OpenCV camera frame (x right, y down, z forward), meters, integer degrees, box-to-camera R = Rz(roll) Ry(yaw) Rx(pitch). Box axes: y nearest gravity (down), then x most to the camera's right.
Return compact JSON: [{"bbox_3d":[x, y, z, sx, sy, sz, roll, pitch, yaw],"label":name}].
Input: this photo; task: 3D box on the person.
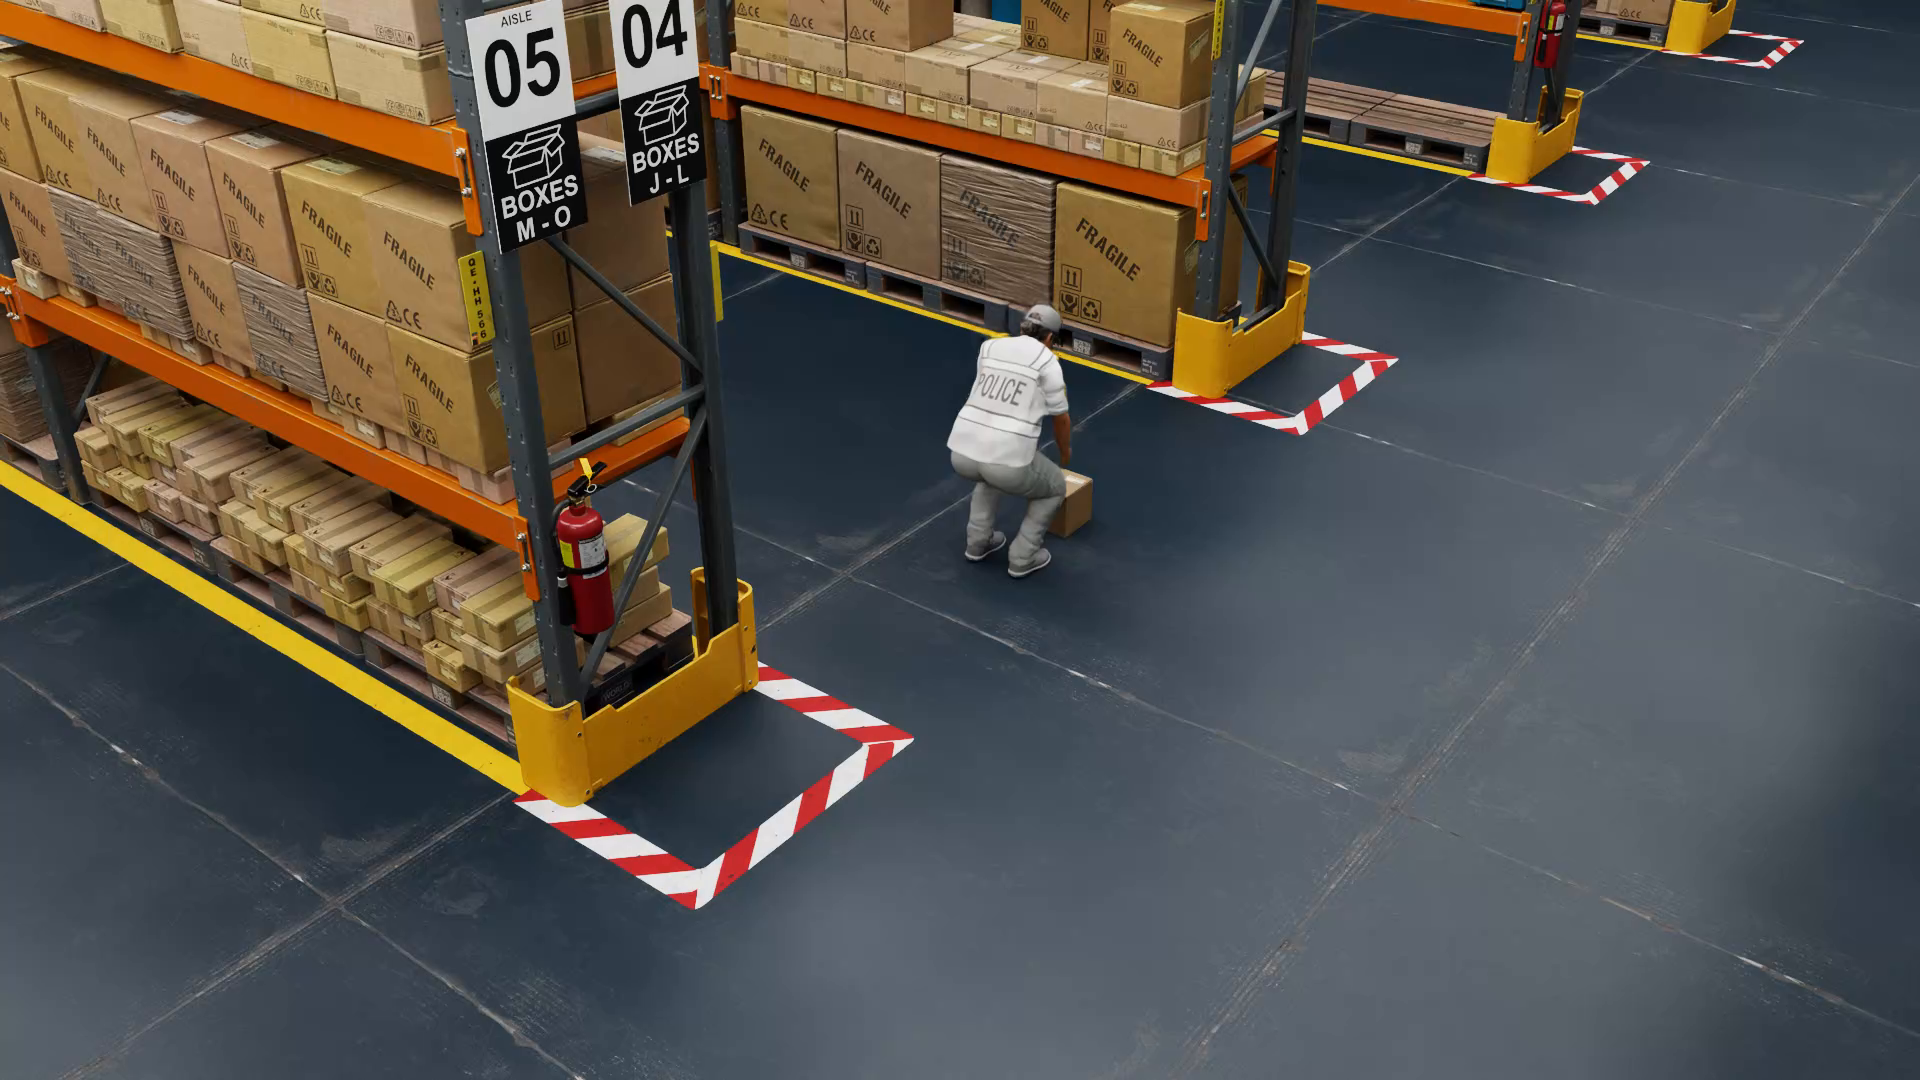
[{"bbox_3d":[0.253,-0.488,8.309,0.537,1.294,0.774,21,37,31],"label":"person"}]
